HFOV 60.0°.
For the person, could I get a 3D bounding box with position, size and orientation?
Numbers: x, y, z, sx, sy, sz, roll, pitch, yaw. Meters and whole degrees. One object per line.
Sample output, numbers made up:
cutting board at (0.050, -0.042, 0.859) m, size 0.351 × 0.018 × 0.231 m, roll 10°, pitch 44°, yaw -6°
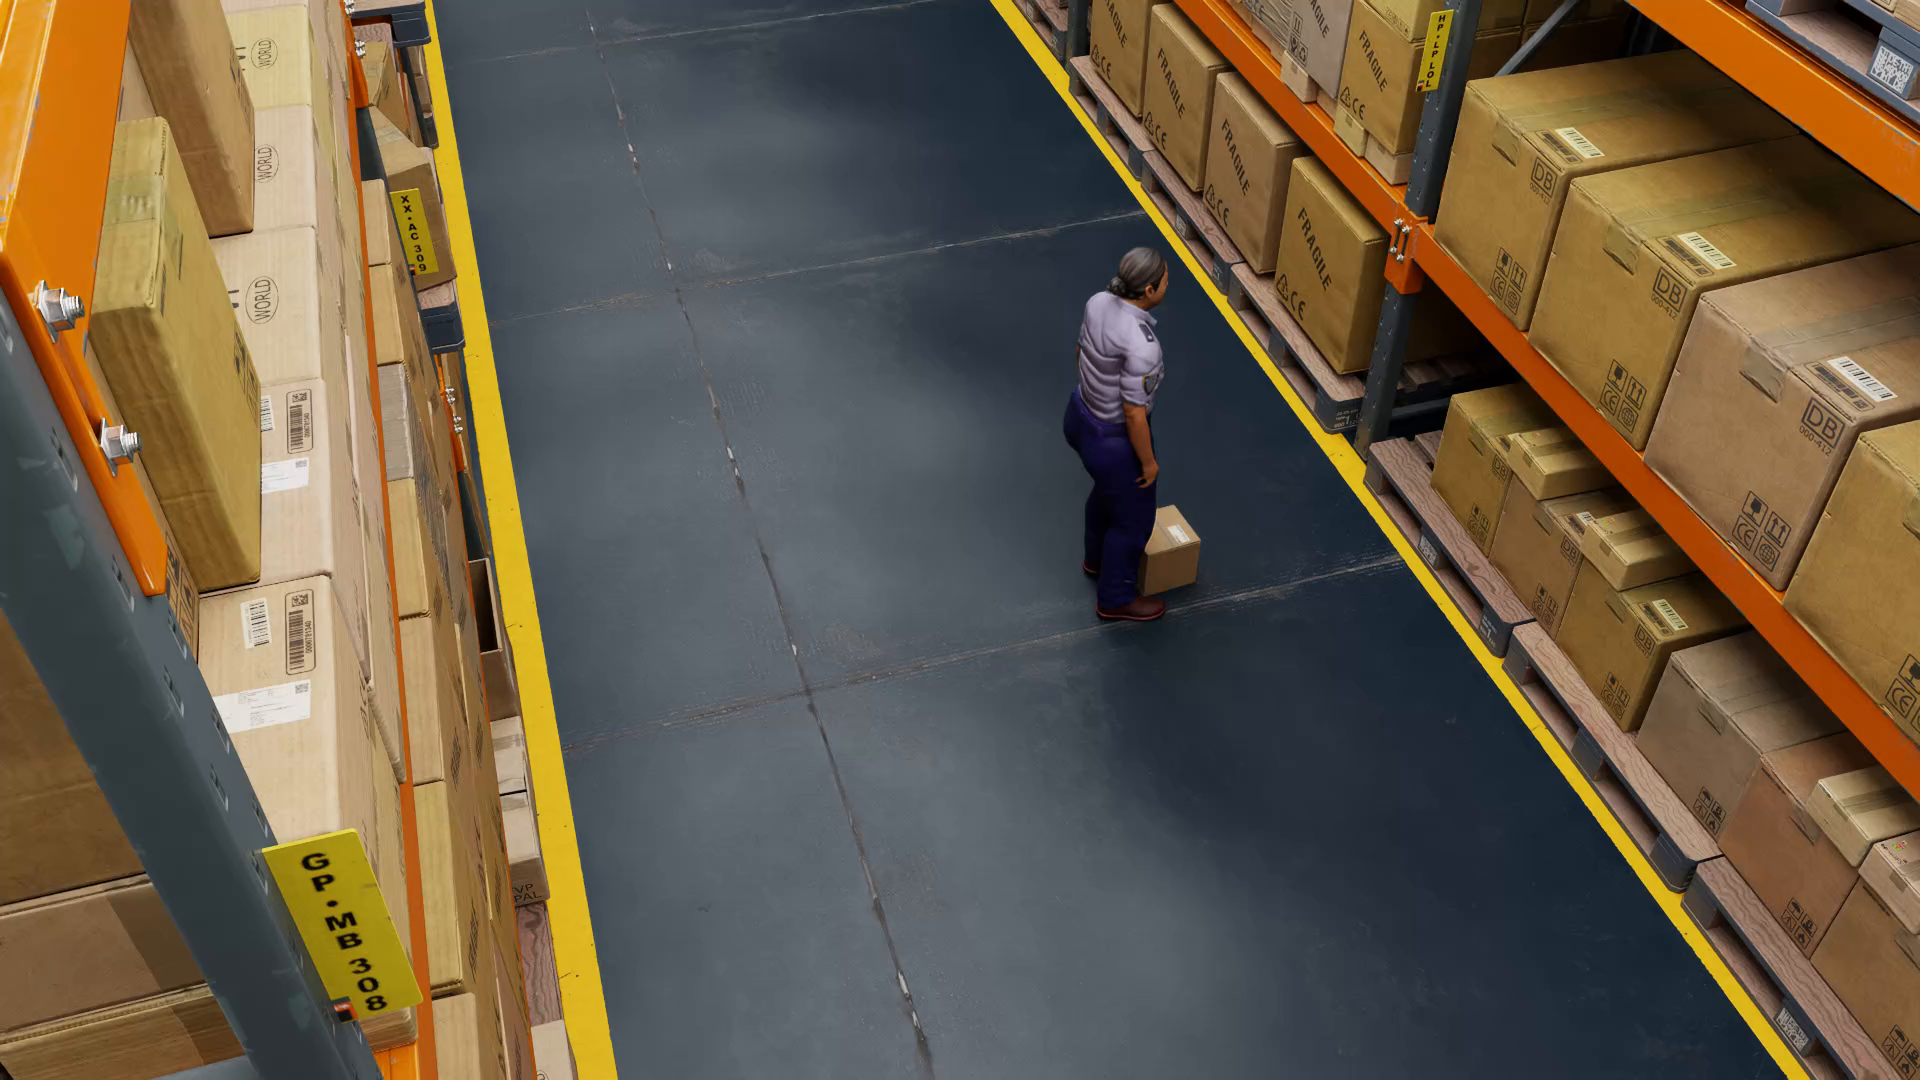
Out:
person at (0.663, -0.428, 6.634) m, size 0.408 × 1.651 × 0.558 m, roll -14°, pitch 44°, yaw -15°
